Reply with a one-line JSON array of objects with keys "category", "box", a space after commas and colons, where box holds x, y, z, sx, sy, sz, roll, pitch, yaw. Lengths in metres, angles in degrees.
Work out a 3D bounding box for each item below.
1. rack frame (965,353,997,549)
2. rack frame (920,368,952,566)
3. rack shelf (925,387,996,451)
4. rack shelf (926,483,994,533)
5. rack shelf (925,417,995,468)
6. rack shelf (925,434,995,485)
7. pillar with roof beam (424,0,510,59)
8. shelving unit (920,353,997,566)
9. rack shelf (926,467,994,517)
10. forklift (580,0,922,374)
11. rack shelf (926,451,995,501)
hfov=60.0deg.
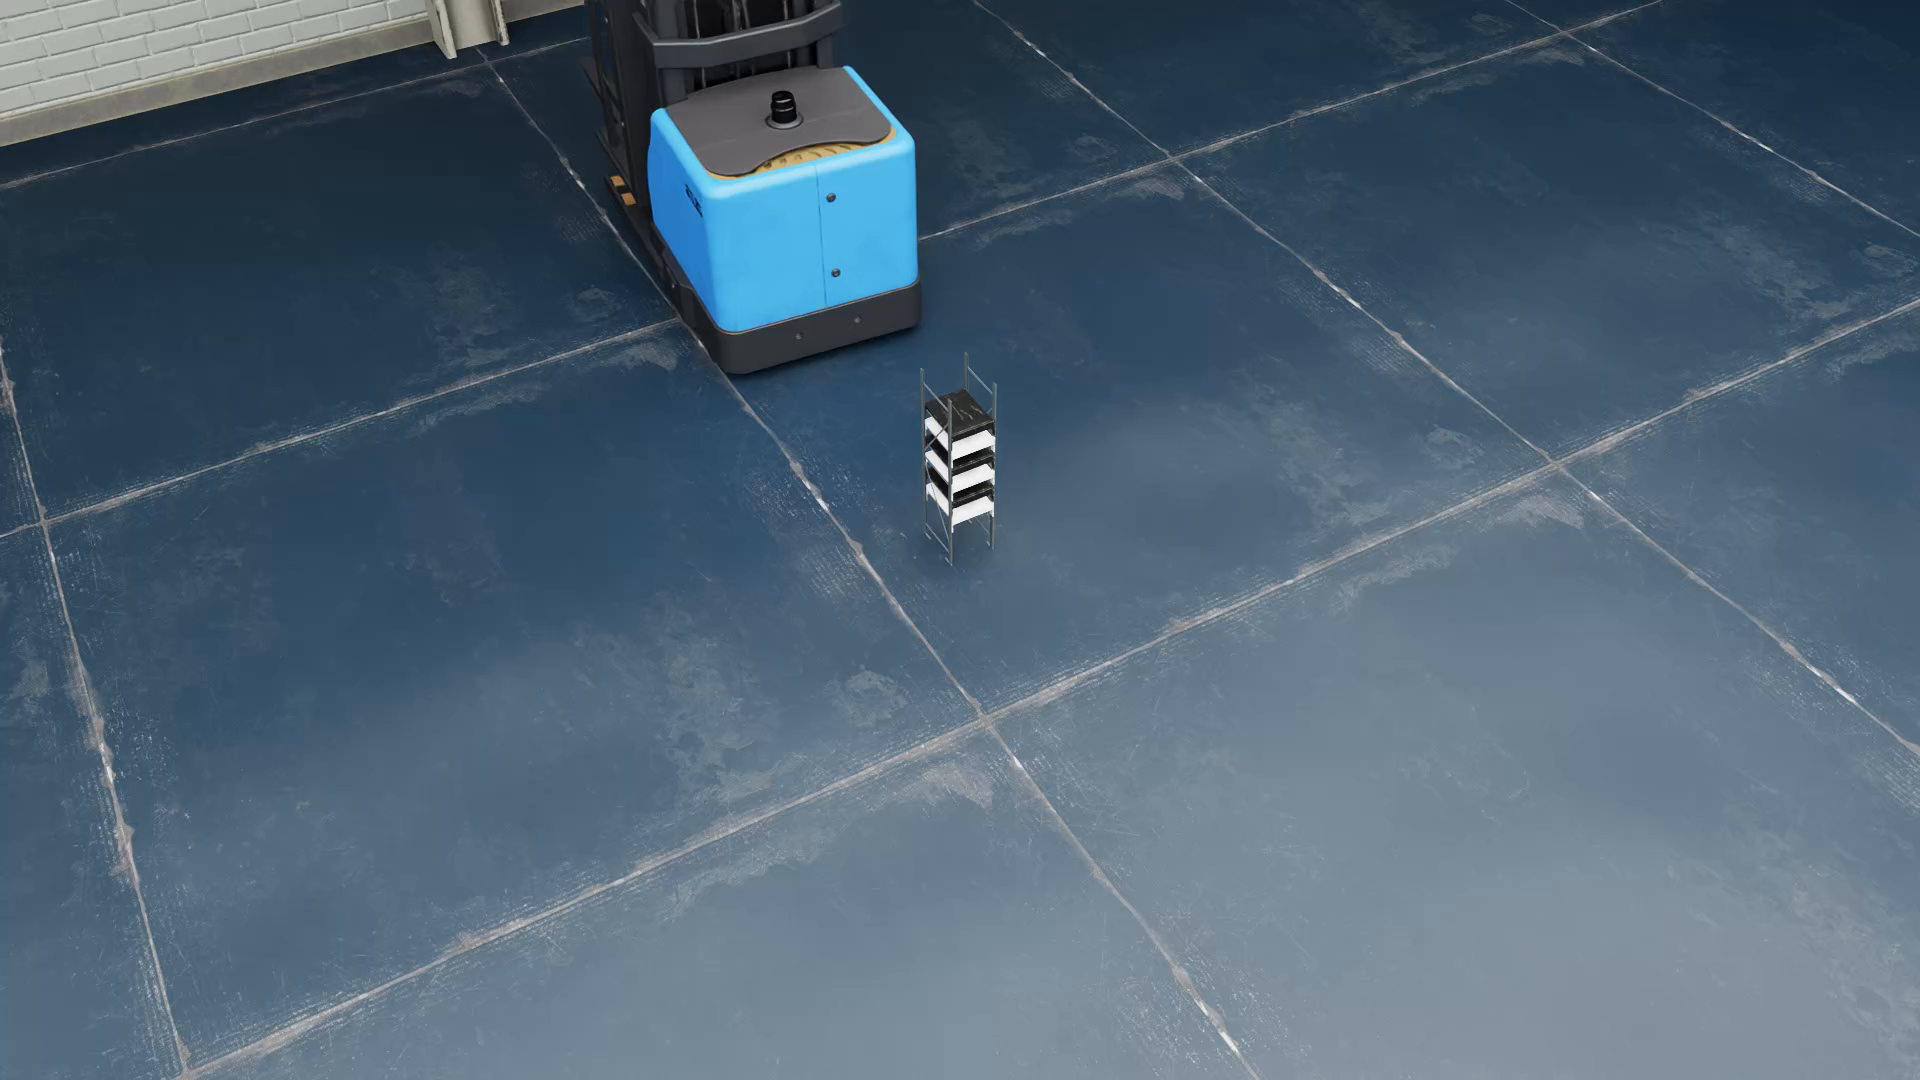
[{"category": "rack frame", "box": [0.081, -0.355, 6.899, 0.006, 0.900, 0.240, -22, 48, -21]}, {"category": "rack frame", "box": [-0.095, -0.285, 6.827, 0.006, 0.900, 0.240, -22, 48, -21]}, {"category": "rack shelf", "box": [-0.007, -0.490, 6.698, 0.200, 0.077, 0.258, -22, 48, -21]}, {"category": "rack shelf", "box": [-0.007, -0.167, 7.012, 0.200, 0.077, 0.258, -22, 48, -21]}, {"category": "rack shelf", "box": [-0.007, -0.425, 6.761, 0.200, 0.077, 0.258, -22, 48, -21]}, {"category": "rack shelf", "box": [-0.007, -0.361, 6.824, 0.200, 0.077, 0.258, -22, 48, -21]}, {"category": "pillar with roof beam", "box": [-0.908, -3.749, 4.581, 0.400, 9.000, 9.100, -22, 48, -21]}, {"category": "shelving unit", "box": [-0.007, -0.320, 6.863, 0.210, 0.900, 0.258, -22, 48, -21]}, {"category": "rack shelf", "box": [-0.007, -0.232, 6.949, 0.200, 0.077, 0.258, -22, 48, -21]}, {"category": "forklift", "box": [-1.276, -2.870, 8.032, 1.130, 2.935, 3.031, -18, 47, -18]}, {"category": "rack shelf", "box": [-0.007, -0.296, 6.886, 0.200, 0.077, 0.258, -22, 48, -21]}]
